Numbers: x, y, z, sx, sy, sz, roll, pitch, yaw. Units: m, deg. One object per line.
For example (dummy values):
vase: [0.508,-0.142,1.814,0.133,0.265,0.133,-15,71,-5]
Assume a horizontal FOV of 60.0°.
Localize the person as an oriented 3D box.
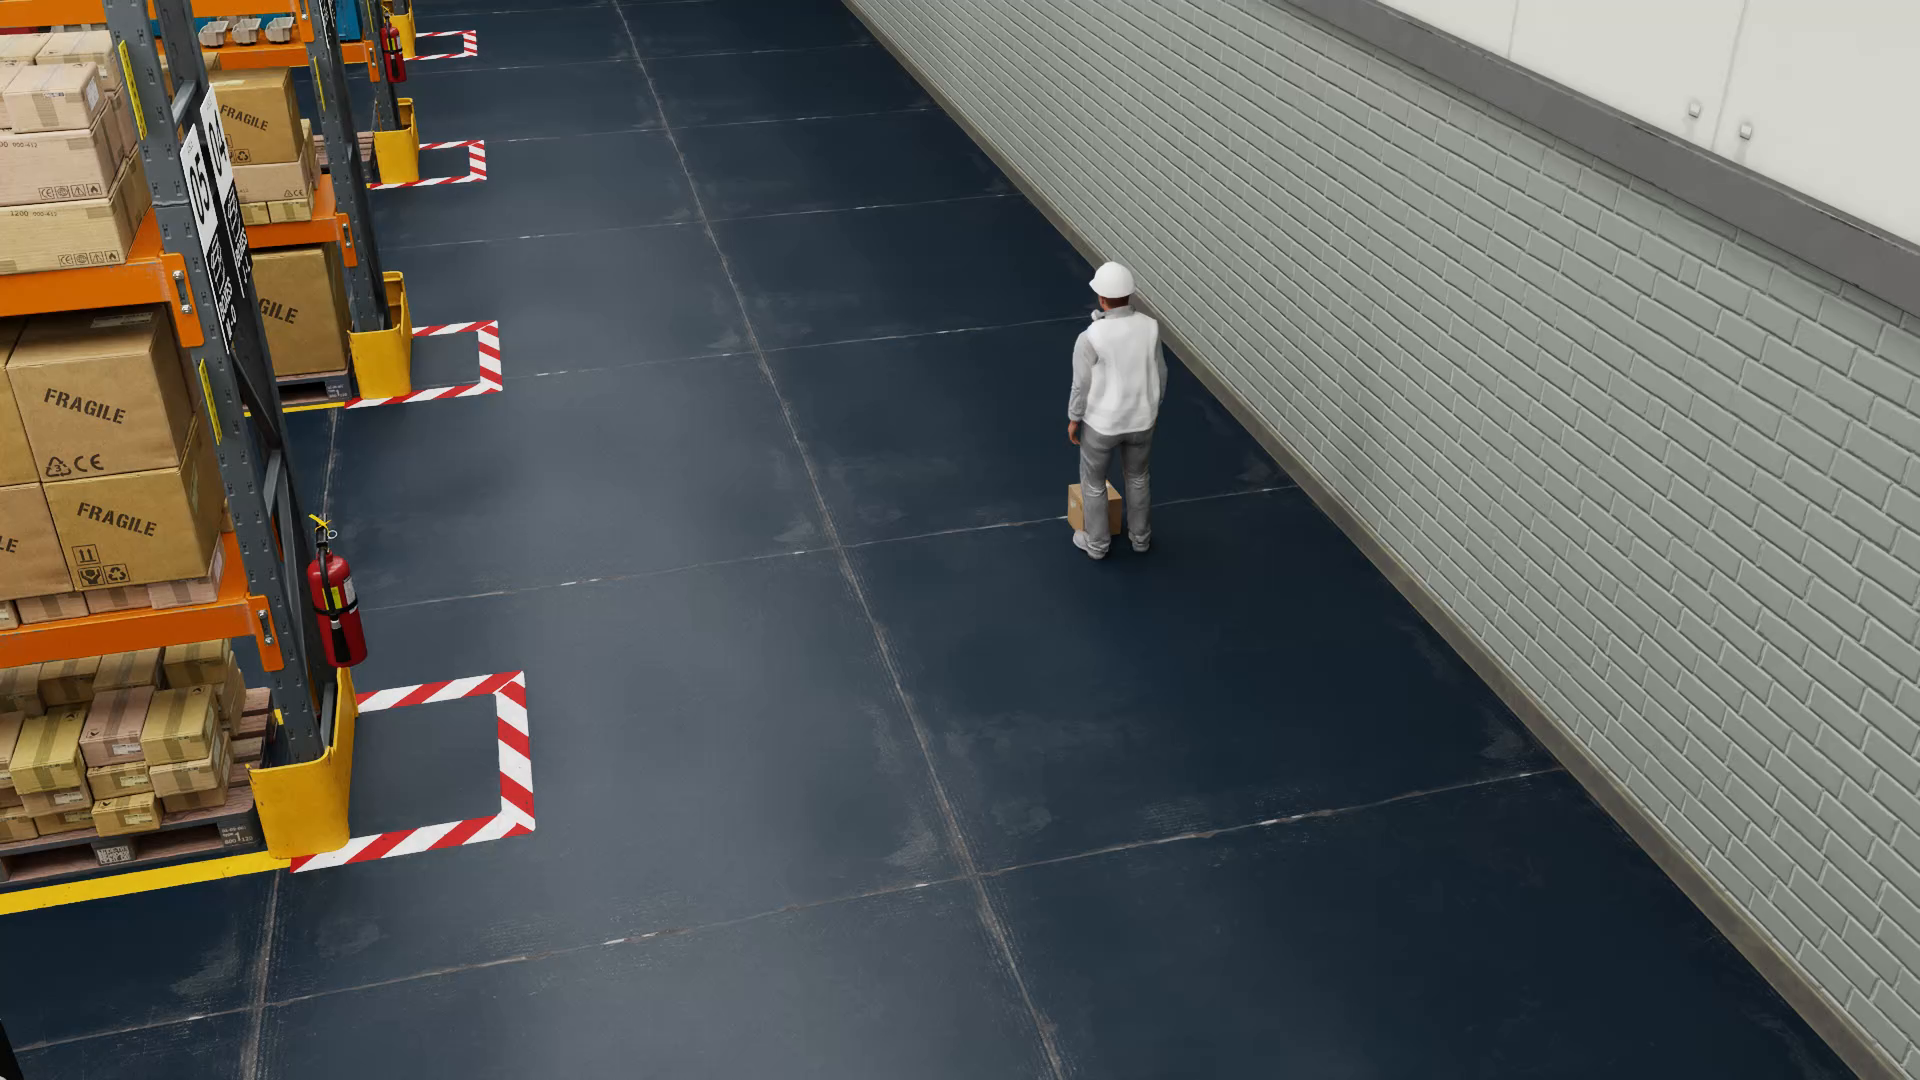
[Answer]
person: [0.885,-0.715,9.451,0.590,1.770,0.465,-10,31,-16]
